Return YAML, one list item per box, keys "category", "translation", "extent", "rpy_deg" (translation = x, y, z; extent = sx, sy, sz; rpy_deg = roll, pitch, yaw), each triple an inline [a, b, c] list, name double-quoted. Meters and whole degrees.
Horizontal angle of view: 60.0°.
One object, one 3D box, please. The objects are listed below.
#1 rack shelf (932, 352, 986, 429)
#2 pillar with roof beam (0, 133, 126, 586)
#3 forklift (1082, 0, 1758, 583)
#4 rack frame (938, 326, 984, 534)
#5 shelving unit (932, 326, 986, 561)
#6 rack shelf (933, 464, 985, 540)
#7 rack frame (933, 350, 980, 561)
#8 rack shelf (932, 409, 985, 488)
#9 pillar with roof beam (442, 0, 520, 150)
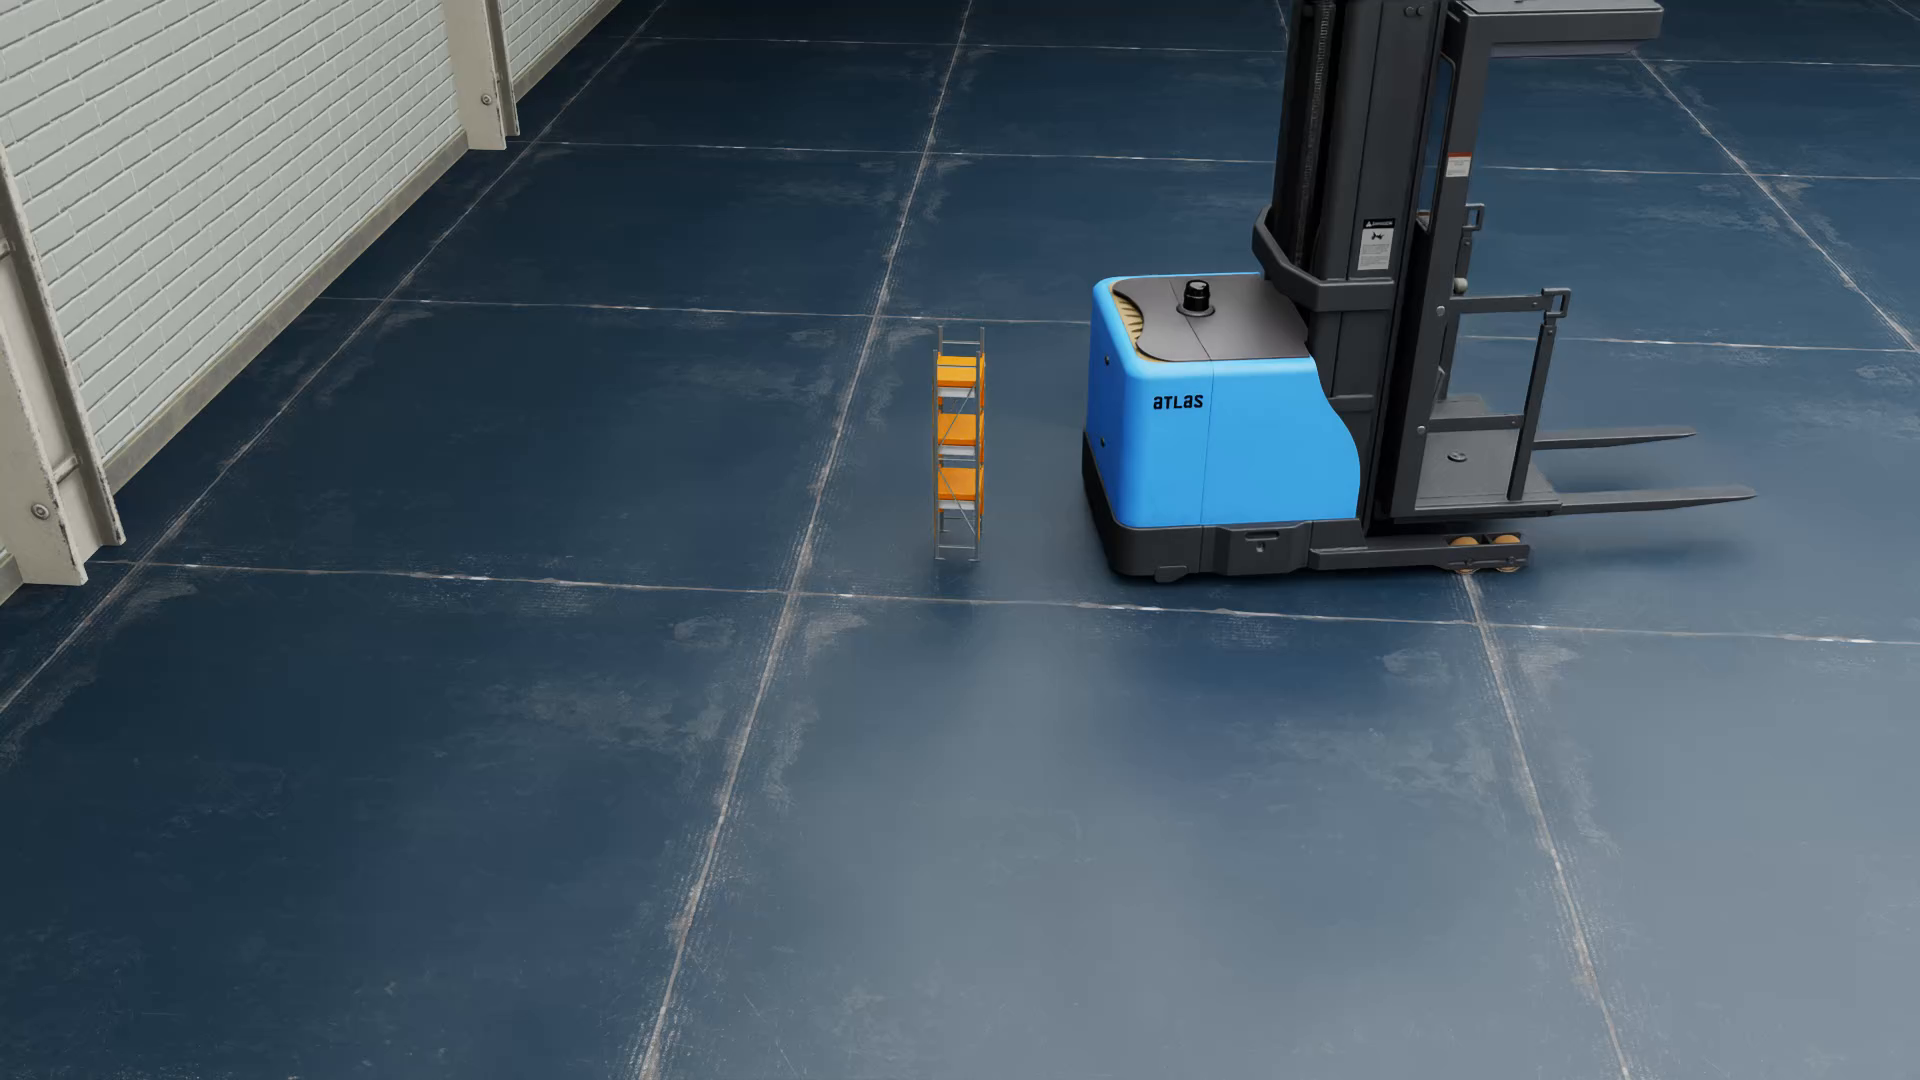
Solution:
- category: "rack shelf"
  translation: [-0.004, -0.652, 7.286]
  extent: [0.215, 0.259, 0.240]
  rpy_deg: [2, 32, 4]
- category: "pillar with roof beam"
  translation: [0.235, -3.554, 4.940]
  extent: [9.100, 9.000, 0.400]
  rpy_deg: [2, 32, 4]
- category: "forklift"
  translation: [2.143, -1.368, 7.176]
  extent: [3.031, 2.935, 1.130]
  rpy_deg: [-3, 32, -4]
- category: "rack frame"
  translation: [0.006, -0.483, 7.533]
  extent: [0.200, 1.050, 0.008]
  rpy_deg: [2, 32, 4]
- category: "shelving unit"
  translation: [-0.004, -0.419, 7.429]
  extent: [0.215, 1.050, 0.252]
  rpy_deg: [2, 32, 4]
- category: "rack shelf"
  translation: [-0.004, -0.173, 7.581]
  extent: [0.215, 0.259, 0.240]
  rpy_deg: [2, 32, 4]
- category: "rack frame"
  translation: [-0.014, -0.355, 7.326]
  extent: [0.200, 1.050, 0.008]
  rpy_deg: [2, 32, 4]
- category: "rack shelf"
  translation: [-0.004, -0.410, 7.435]
  extent: [0.215, 0.259, 0.240]
  rpy_deg: [2, 32, 4]
- category: "pillar with roof beam"
  translation: [0.724, -6.692, 10.031]
  extent: [9.100, 9.000, 0.400]
  rpy_deg: [2, 32, 4]
